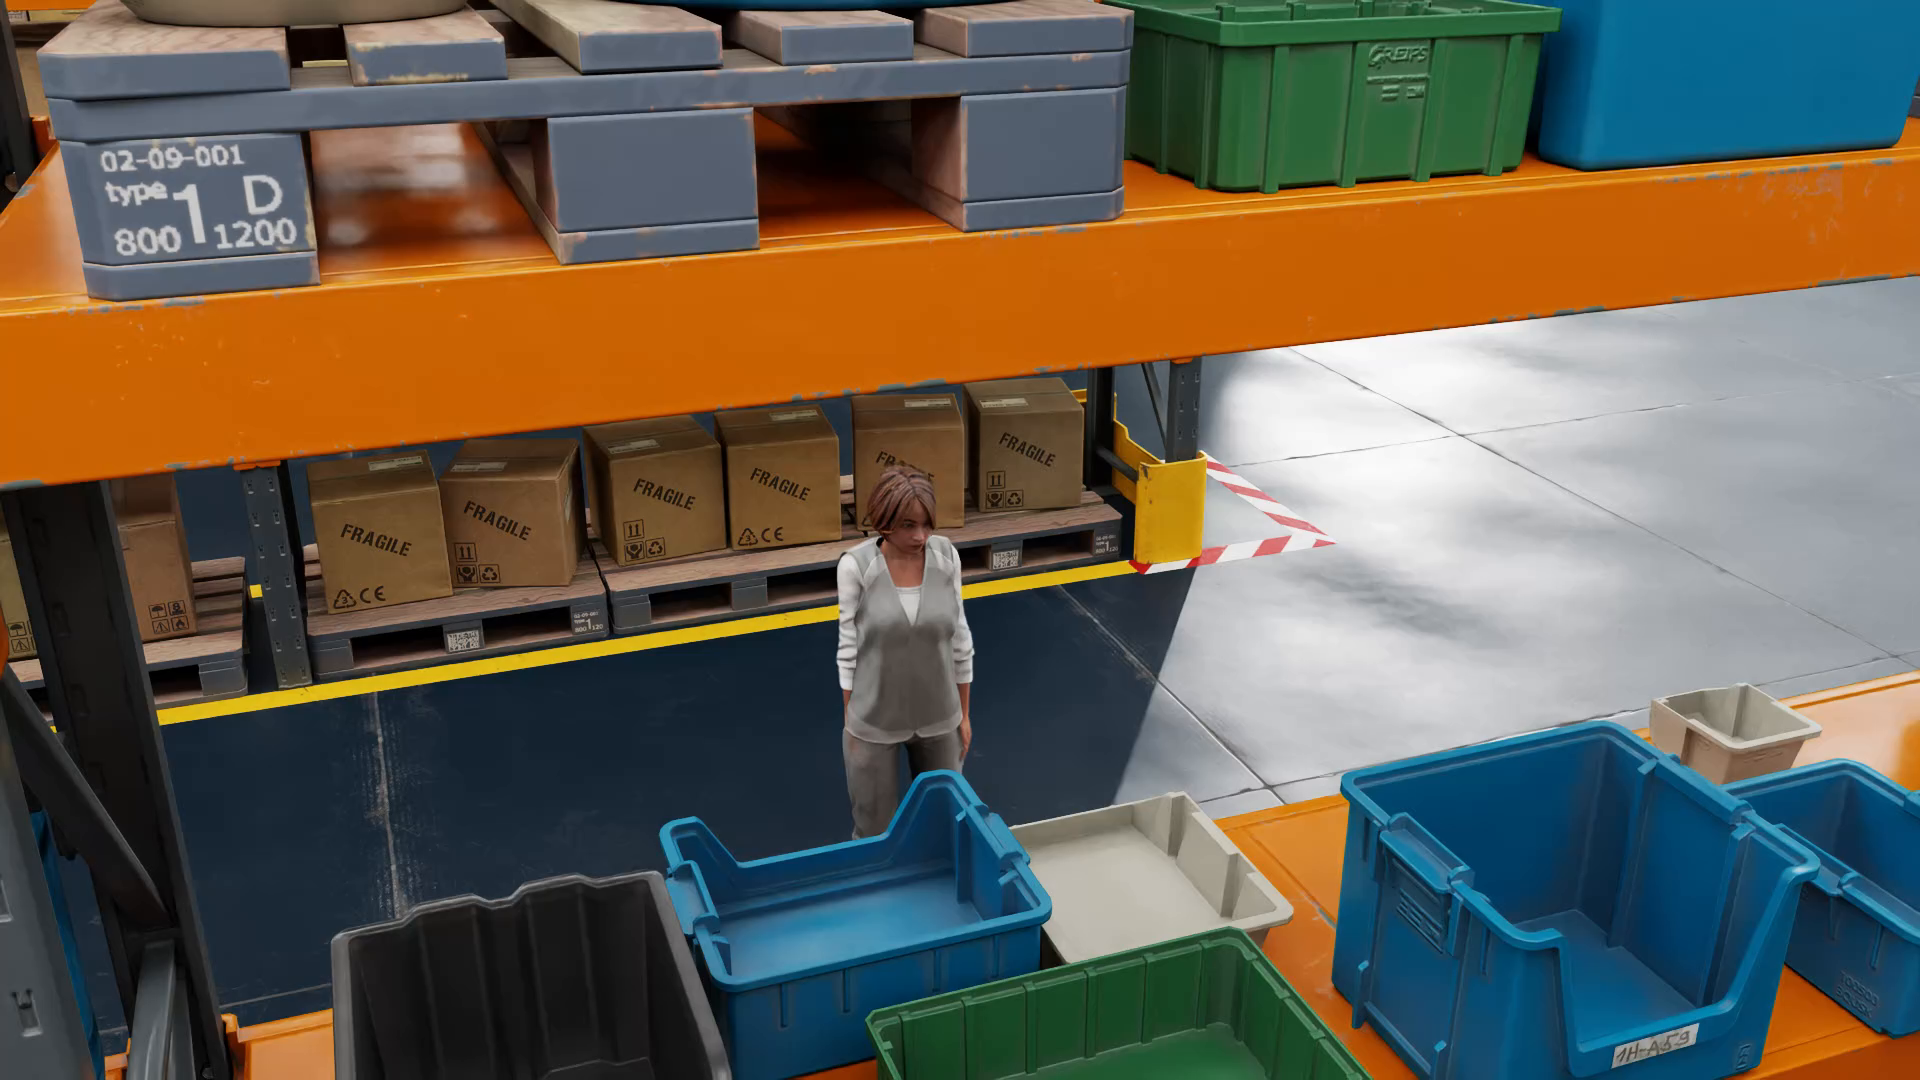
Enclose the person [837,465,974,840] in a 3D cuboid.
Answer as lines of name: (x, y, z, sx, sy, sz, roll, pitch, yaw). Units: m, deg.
person: (-0.153, 0.536, 4.850, 0.407, 1.590, 0.305, -8, 24, -18)
